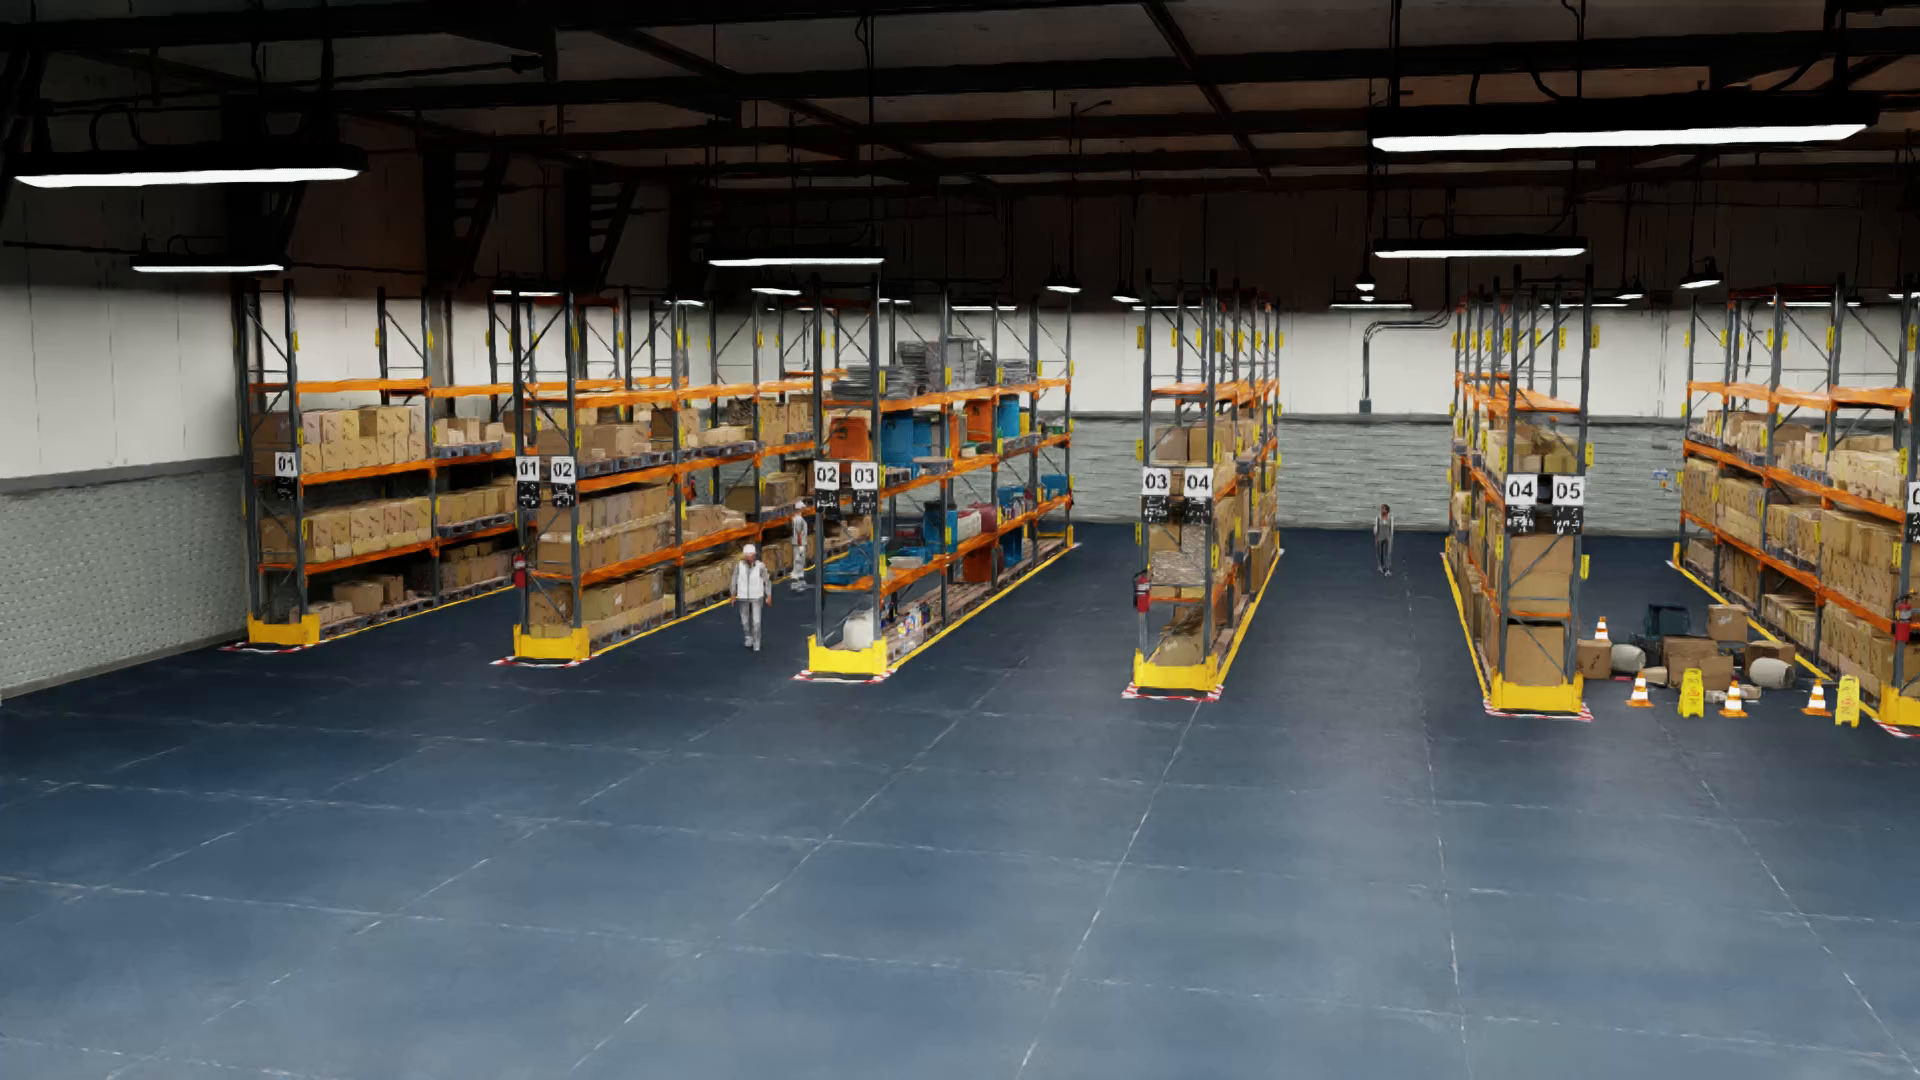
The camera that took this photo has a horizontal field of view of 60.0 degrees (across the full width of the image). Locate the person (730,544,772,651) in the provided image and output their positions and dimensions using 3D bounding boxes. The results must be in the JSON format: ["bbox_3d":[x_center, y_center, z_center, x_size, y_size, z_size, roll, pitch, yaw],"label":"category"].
[{"bbox_3d":[-3.381,0.903,27.061,0.660,1.741,0.682,1,7,5],"label":"person"}]

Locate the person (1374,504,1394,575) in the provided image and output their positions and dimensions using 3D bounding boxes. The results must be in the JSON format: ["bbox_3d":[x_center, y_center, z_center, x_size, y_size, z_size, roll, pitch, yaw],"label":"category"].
[{"bbox_3d":[9.087,-0.038,35.681,0.417,1.517,1.037,2,7,16],"label":"person"}]

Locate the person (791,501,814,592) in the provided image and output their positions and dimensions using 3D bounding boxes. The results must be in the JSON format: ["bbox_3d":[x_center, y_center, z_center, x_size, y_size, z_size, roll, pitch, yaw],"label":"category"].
[{"bbox_3d":[-3.155,0.114,33.227,0.468,1.794,0.625,-1,7,-9],"label":"person"}]
